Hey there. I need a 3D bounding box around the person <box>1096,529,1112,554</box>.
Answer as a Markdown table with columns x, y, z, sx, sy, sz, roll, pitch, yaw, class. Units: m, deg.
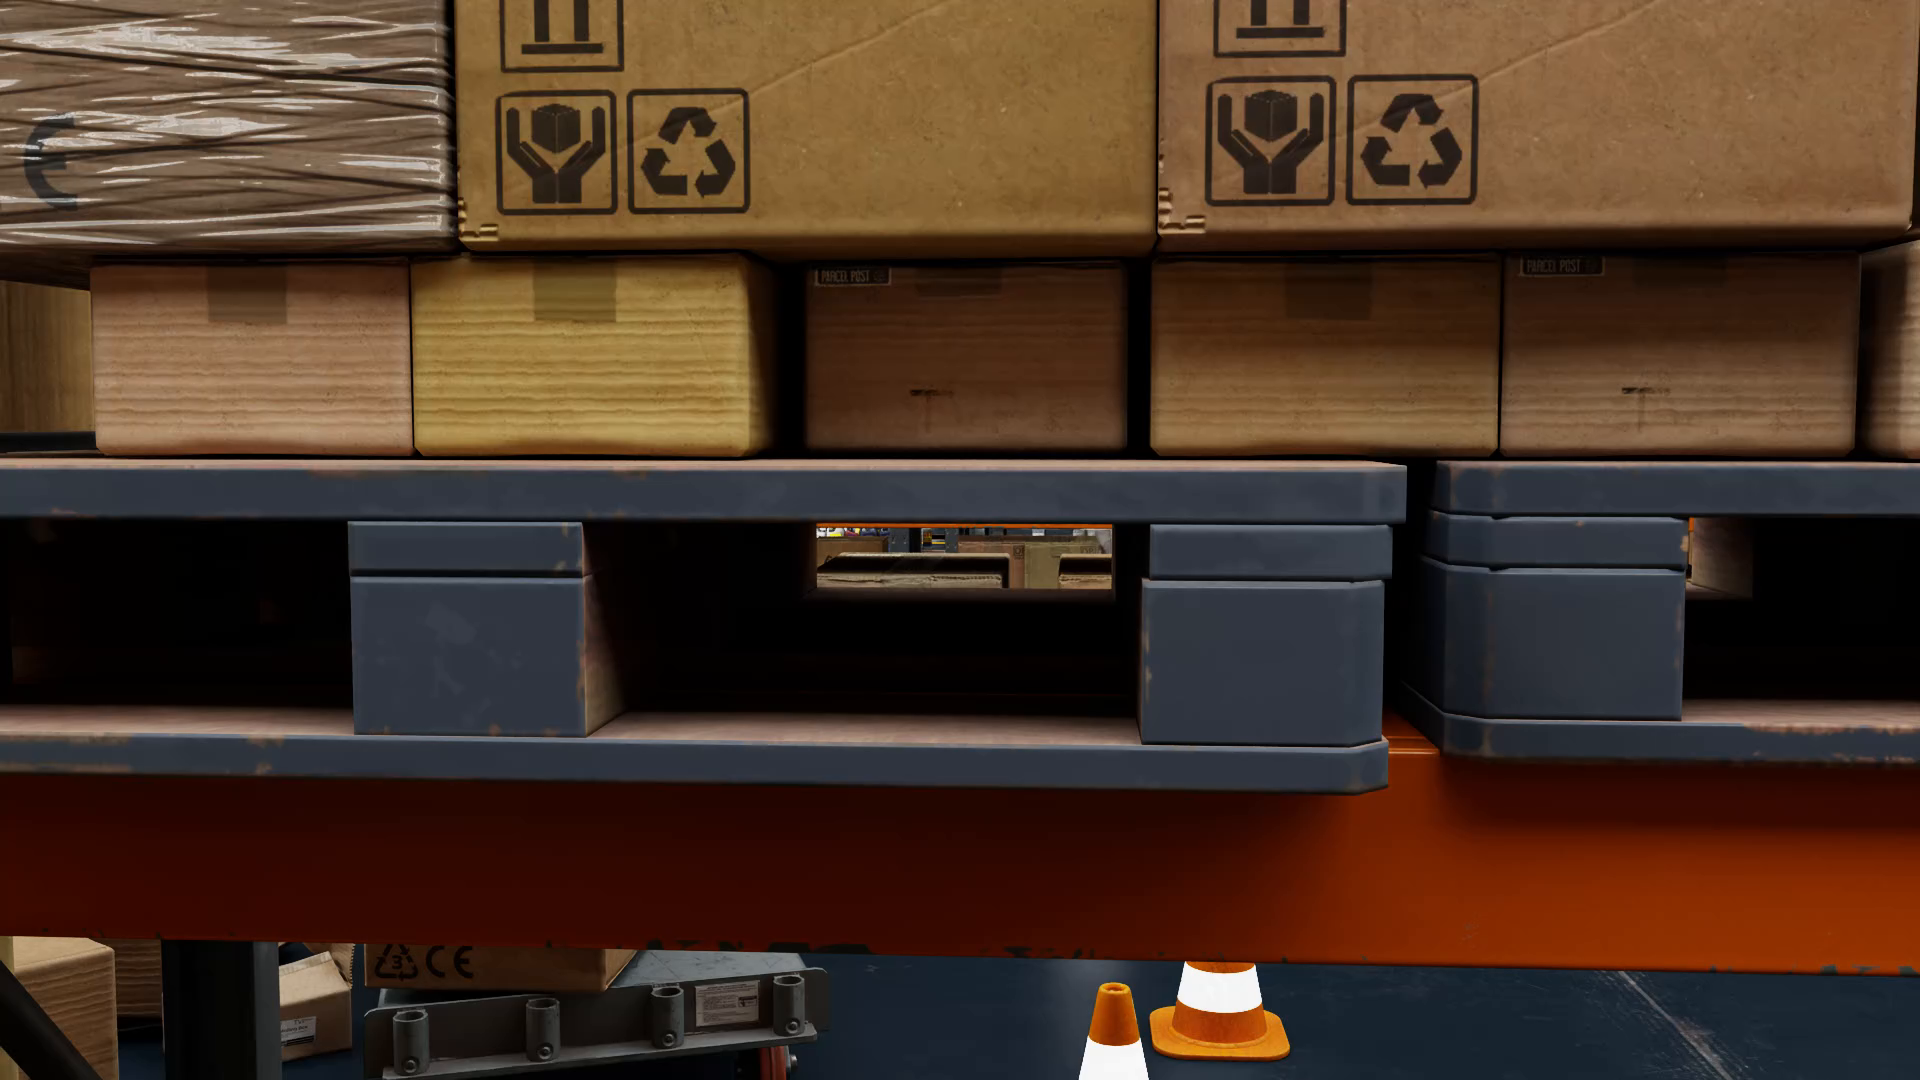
| x | y | z | sx | sy | sz | roll | pitch | yaw | class |
| --- | --- | --- | --- | --- | --- | --- | --- | --- | --- |
| 1.069 | -0.067 | 10.188 | 0.576 | 1.760 | 0.503 | 0 | 4 | 1 | person |
